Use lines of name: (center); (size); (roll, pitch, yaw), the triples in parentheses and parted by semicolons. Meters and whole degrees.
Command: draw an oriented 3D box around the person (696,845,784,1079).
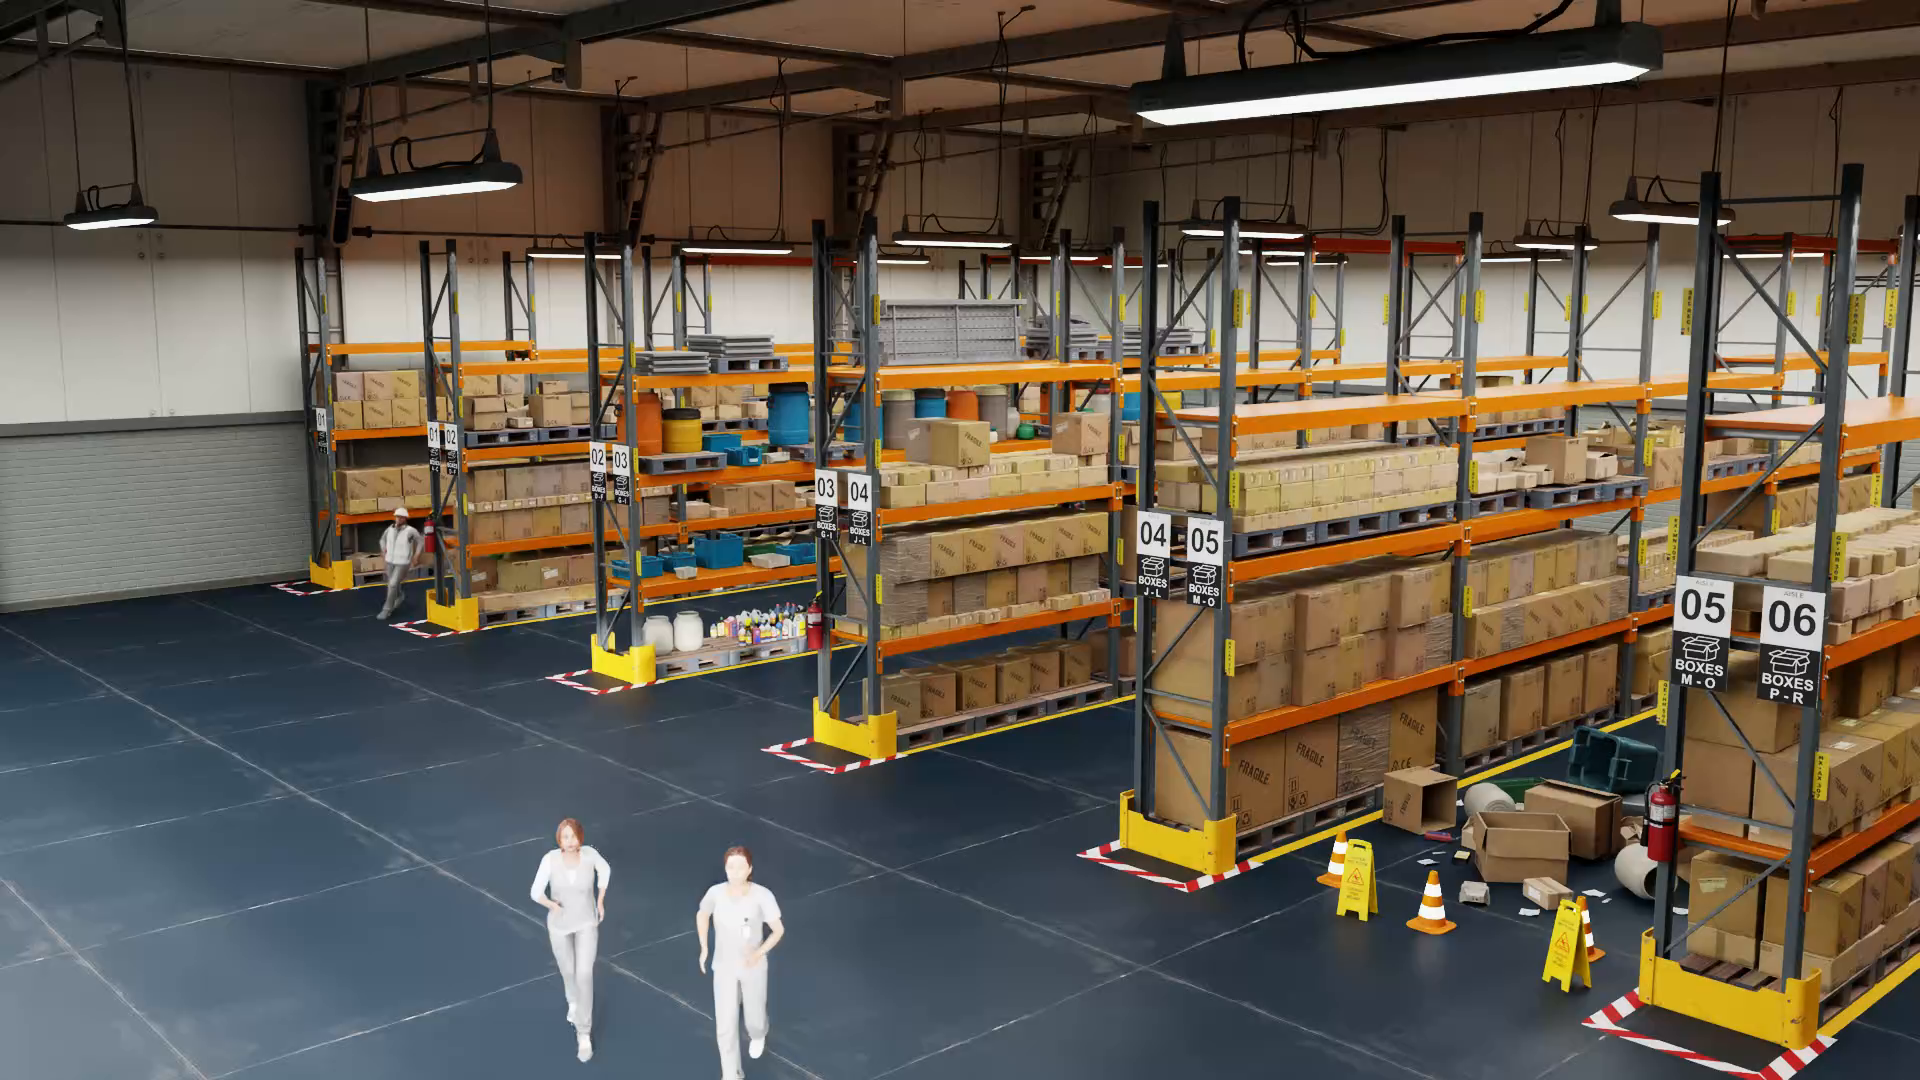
person: (-1.429, 2.771, 10.791); (0.593, 1.645, 0.907); (0, 8, 1)

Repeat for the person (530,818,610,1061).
person: (-2.694, 2.704, 11.542); (0.524, 1.637, 0.725); (-1, 8, -8)

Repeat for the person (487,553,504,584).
person: (-7.986, 0.072, 28.798); (0.685, 1.790, 0.833); (6, 10, 36)

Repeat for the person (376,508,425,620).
person: (-9.081, 0.354, 26.888); (0.725, 1.758, 0.949); (2, 9, 13)
